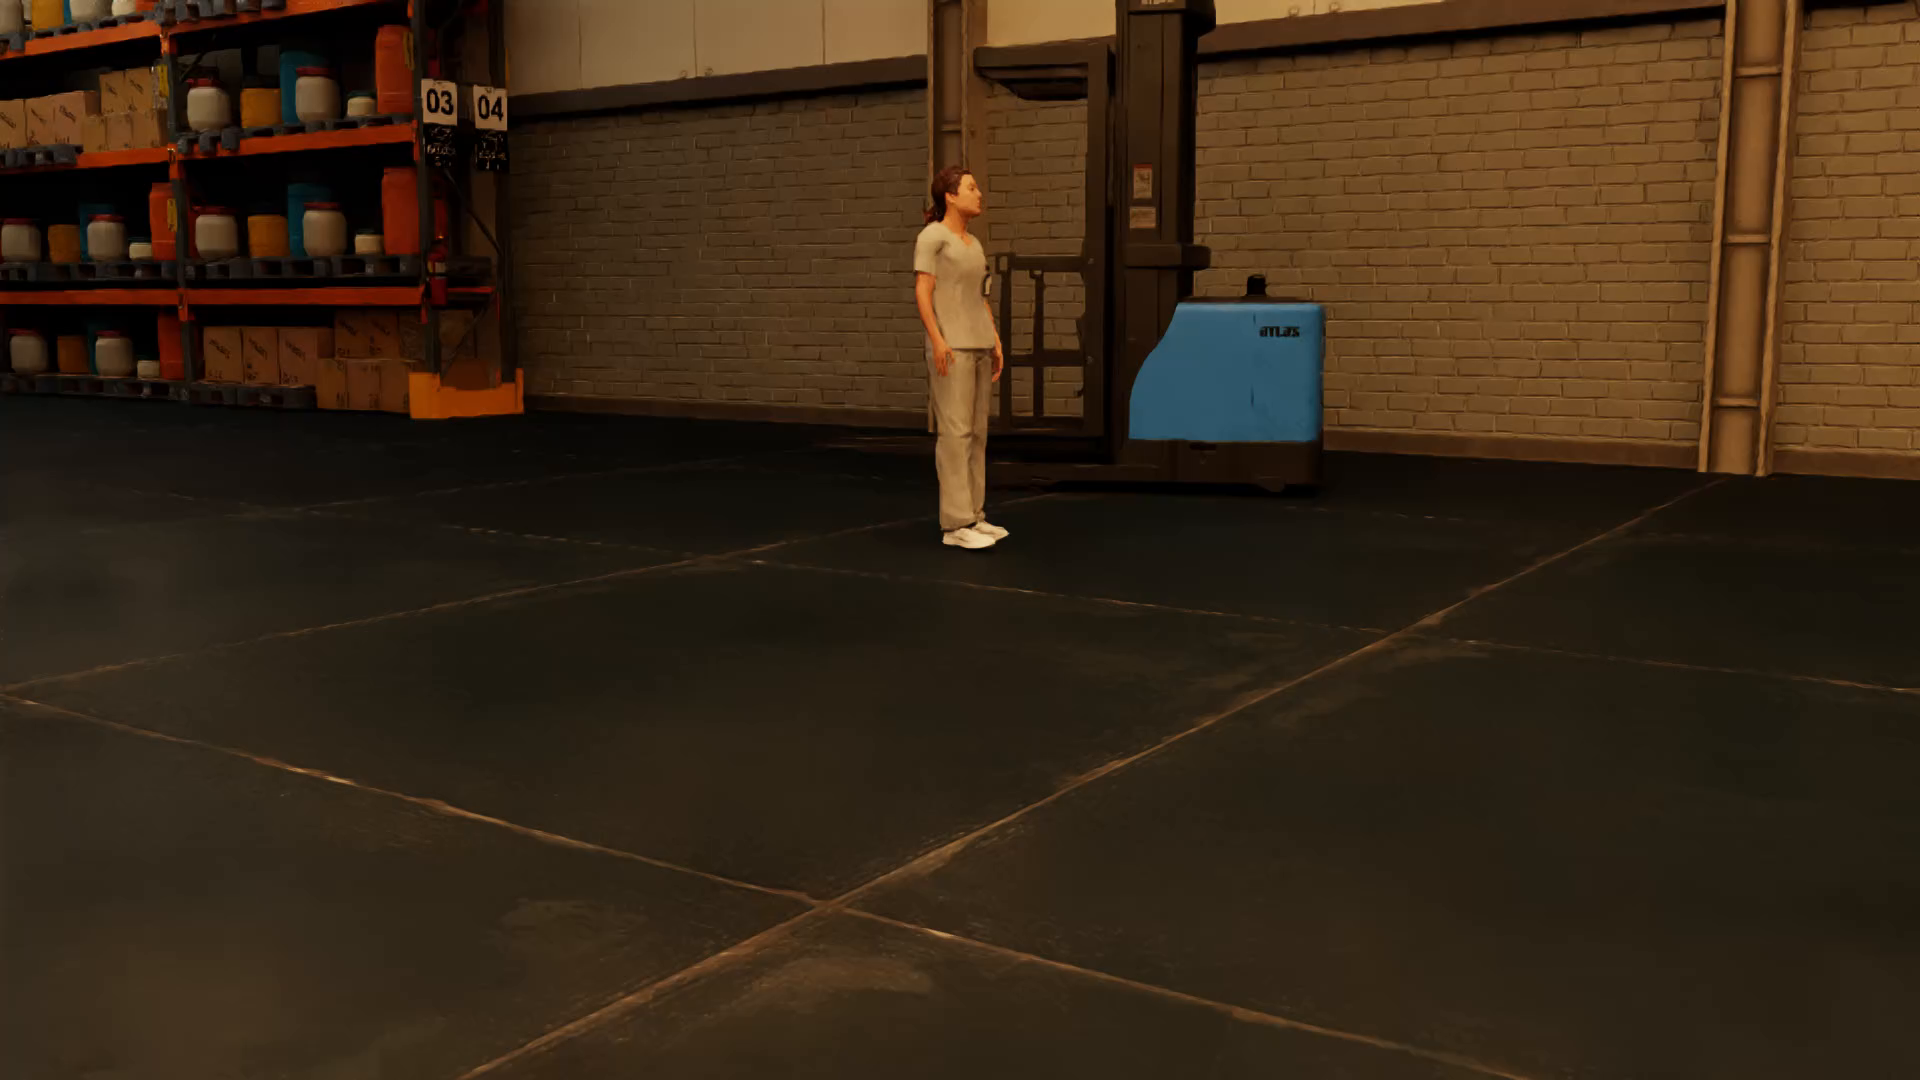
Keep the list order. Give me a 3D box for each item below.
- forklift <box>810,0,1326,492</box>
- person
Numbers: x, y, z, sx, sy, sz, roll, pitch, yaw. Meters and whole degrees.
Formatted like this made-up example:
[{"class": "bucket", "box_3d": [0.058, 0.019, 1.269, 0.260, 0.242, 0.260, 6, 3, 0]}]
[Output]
[{"class": "forklift", "box_3d": [0.639, -1.805, 9.883, 3.031, 2.935, 1.130, 2, 8, 14]}, {"class": "person", "box_3d": [0.054, -0.829, 7.433, 0.548, 1.673, 0.550, 5, 10, 34]}]
